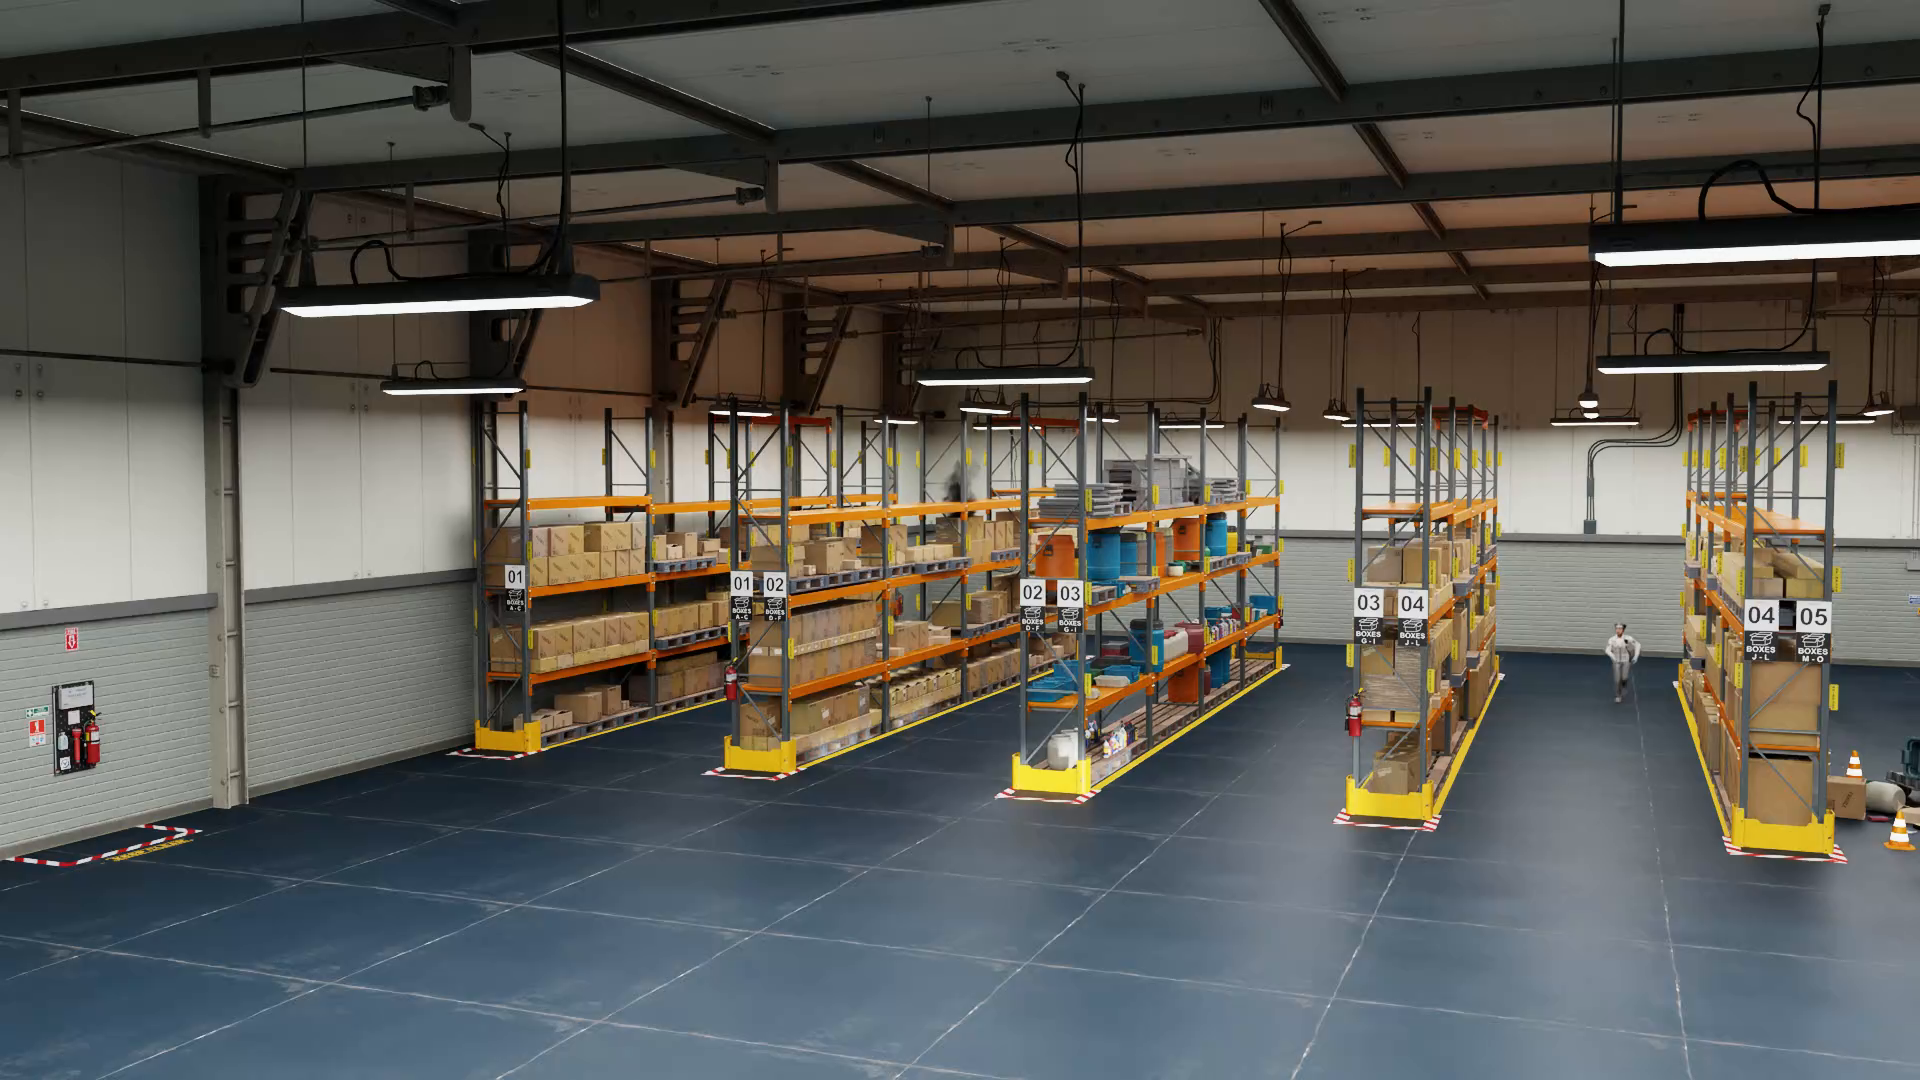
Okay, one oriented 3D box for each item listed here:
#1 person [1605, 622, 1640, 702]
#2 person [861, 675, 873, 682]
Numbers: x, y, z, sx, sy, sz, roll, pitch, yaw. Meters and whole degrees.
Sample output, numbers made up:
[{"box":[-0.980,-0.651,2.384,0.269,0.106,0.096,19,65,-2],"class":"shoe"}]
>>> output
[{"box":[13.593,2.514,34.149,0.639,1.653,0.671,2,3,29],"class":"person"},{"box":[-1.959,2.478,34.961,0.545,1.643,0.514,1,3,17],"class":"person"}]
